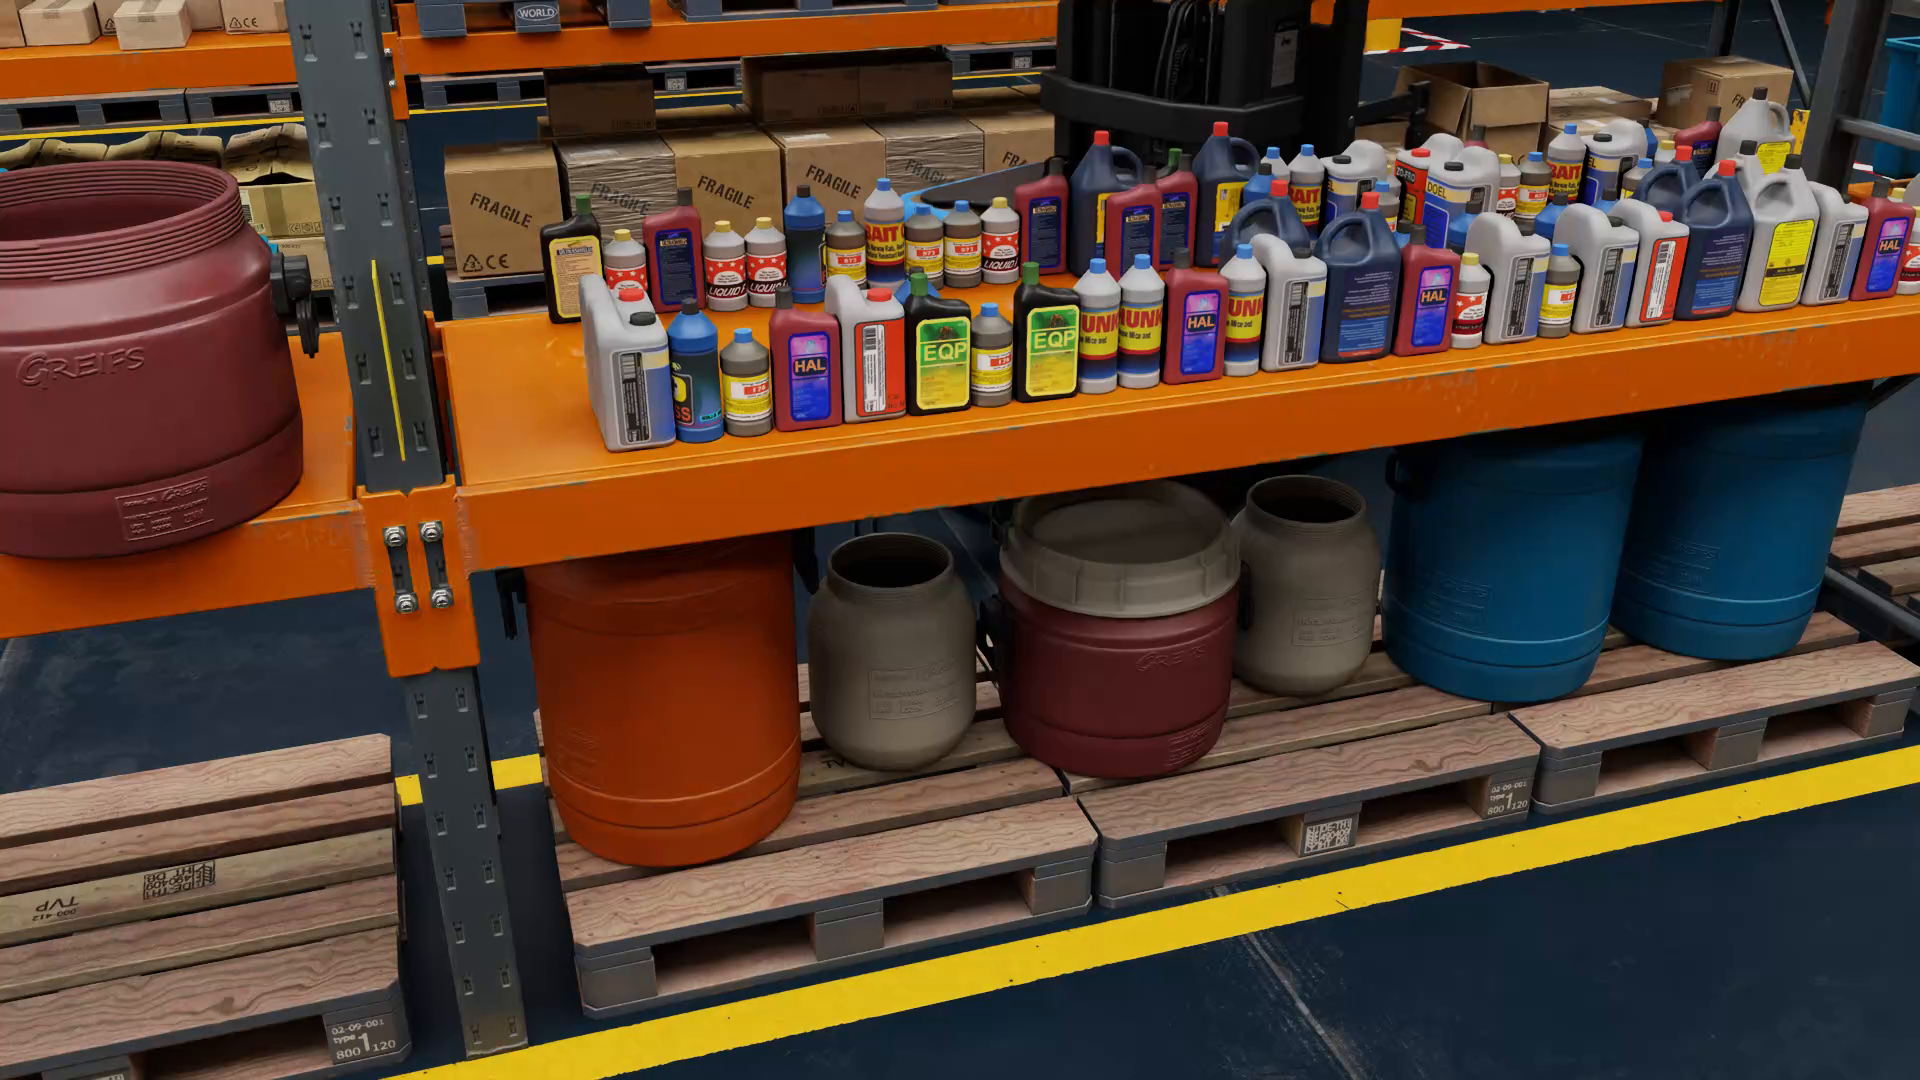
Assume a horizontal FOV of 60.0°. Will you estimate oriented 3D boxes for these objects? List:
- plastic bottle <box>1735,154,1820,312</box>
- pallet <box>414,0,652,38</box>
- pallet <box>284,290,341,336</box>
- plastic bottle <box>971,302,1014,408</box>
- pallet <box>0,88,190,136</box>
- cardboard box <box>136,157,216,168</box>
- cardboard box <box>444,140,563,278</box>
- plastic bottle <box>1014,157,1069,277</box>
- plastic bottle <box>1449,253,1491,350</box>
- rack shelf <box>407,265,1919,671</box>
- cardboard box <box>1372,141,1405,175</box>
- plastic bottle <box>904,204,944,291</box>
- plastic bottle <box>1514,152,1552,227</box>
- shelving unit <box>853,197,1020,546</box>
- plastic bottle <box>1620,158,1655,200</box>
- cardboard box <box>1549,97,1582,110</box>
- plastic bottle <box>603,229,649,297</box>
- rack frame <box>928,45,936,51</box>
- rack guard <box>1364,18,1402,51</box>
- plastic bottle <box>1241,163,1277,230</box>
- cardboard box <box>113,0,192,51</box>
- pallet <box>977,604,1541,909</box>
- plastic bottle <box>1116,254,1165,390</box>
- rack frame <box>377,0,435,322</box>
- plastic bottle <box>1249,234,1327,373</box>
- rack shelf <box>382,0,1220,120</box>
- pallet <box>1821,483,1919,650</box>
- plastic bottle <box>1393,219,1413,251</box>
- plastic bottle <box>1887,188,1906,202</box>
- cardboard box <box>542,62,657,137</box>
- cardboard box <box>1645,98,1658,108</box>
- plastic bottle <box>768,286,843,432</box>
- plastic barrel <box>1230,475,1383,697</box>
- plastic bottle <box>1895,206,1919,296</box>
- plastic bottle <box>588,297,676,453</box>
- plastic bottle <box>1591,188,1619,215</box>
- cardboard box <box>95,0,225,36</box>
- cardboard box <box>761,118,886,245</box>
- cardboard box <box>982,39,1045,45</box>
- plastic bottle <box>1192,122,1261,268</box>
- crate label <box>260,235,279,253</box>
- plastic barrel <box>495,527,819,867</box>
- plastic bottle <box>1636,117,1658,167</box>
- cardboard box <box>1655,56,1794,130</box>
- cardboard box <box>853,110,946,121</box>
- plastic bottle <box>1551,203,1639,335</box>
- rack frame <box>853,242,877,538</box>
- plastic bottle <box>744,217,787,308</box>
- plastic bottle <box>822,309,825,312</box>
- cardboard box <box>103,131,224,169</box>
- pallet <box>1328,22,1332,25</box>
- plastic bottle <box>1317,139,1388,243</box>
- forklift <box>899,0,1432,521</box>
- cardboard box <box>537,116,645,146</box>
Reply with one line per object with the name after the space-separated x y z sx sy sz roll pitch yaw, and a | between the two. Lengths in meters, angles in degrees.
1.893 -0.722 3.887 0.185 0.351 0.144 -8 28 -16 | plastic bottle
-2.046 -2.590 7.810 1.003 0.211 1.213 -8 28 -16 | pallet
-3.463 -1.207 7.945 1.213 0.211 1.003 -8 28 -16 | pallet
0.059 -0.379 3.363 0.097 0.201 0.097 0 26 0 | plastic bottle
-6.107 -3.125 11.807 1.213 0.211 1.003 -8 28 -16 | pallet
-3.582 -1.510 7.408 0.500 0.311 0.500 -9 28 -17 | cardboard box
-2.147 -1.573 7.861 0.500 0.500 0.500 -7 27 -14 | cardboard box
0.201 -0.800 4.119 0.133 0.283 0.061 -8 28 -16 | plastic bottle
1.114 -0.532 3.671 0.097 0.201 0.097 0 26 0 | plastic bottle
0.764 -0.412 4.015 4.000 0.370 1.077 -8 28 -16 | rack shelf
2.421 -2.122 9.342 0.250 0.166 0.380 -8 28 -16 | cardboard box
-0.088 -0.713 4.035 0.097 0.201 0.097 0 26 0 | plastic bottle
1.548 -0.949 4.513 0.097 0.201 0.097 0 26 0 | plastic bottle
-0.080 -0.453 5.314 0.503 1.200 0.258 -9 28 -17 | shelving unit
1.816 -0.917 4.447 0.097 0.201 0.097 0 26 0 | plastic bottle
3.383 -2.528 10.066 0.500 0.250 0.500 -8 28 -16 | cardboard box
-0.770 -0.614 3.836 0.097 0.201 0.097 0 26 0 | plastic bottle
-0.403 -5.198 12.847 0.127 3.000 1.000 -8 28 -16 | rack frame
3.424 -4.633 14.519 0.348 0.500 1.175 -8 28 -16 | rack guard
0.747 -0.797 4.128 0.097 0.271 0.097 0 26 0 | plastic bottle
-3.438 -2.200 7.091 0.250 0.149 0.380 -8 28 -16 | cardboard box
0.757 0.498 4.509 1.213 0.211 1.003 -8 28 -16 | pallet
0.371 -0.455 3.439 0.097 0.271 0.097 0 26 0 | plastic bottle
-2.668 -2.553 7.520 0.127 3.000 1.000 -8 28 -16 | rack frame
0.692 -0.517 3.557 0.135 0.276 0.152 -8 28 -16 | plastic bottle
-0.767 -2.506 8.234 4.000 0.370 1.077 -8 28 -16 | rack shelf
3.353 0.122 5.267 1.213 0.211 1.003 -8 28 -16 | pallet
0.968 -0.570 3.670 0.097 0.271 0.097 0 26 0 | plastic bottle
2.334 -0.779 4.170 0.097 0.201 0.097 0 26 0 | plastic bottle
-1.800 -2.204 8.290 0.500 0.250 0.500 -7 27 -14 | cardboard box
4.434 -2.663 10.451 0.250 0.149 0.380 -8 28 -16 | cardboard box
-0.300 -0.355 3.223 0.133 0.283 0.061 -8 28 -16 | plastic bottle
0.905 0.122 4.456 0.421 0.512 0.421 0 26 0 | plastic barrel
2.289 -0.702 4.014 0.097 0.201 0.097 0 26 0 | plastic bottle
-0.626 -0.326 3.172 0.135 0.276 0.152 -8 28 -16 | plastic bottle
1.508 -0.691 3.913 0.097 0.271 0.097 0 26 0 | plastic bottle
-3.579 -2.472 7.456 0.500 0.311 0.500 -9 28 -17 | cardboard box
-0.678 -1.788 8.295 0.500 0.500 0.500 -9 28 -18 | cardboard box
0.340 -4.326 13.430 0.500 0.500 0.700 -8 27 -15 | cardboard box
0.668 -0.878 4.201 0.185 0.351 0.144 -8 28 -16 | plastic bottle
-1.655 -0.484 3.540 0.416 0.233 0.303 -8 28 -16 | crate label
-0.678 0.251 3.840 0.708 0.830 0.600 -8 28 -16 | plastic barrel
1.861 -1.026 4.588 0.097 0.271 0.097 0 26 0 | plastic bottle
4.498 -2.553 9.836 0.500 0.500 0.500 -8 28 -16 | cardboard box
-0.382 -2.074 8.871 0.500 0.500 0.500 -8 27 -15 | cardboard box
1.436 -0.624 3.774 0.135 0.276 0.152 -8 28 -16 | plastic bottle
-0.310 -0.417 5.241 0.015 1.200 0.240 -9 28 -17 | rack frame
-0.458 -0.659 3.927 0.097 0.201 0.097 0 26 0 | plastic bottle
-0.243 -0.406 3.418 0.097 0.201 0.097 0 26 0 | plastic bottle
-3.754 -1.737 7.865 0.500 0.311 0.500 -9 28 -17 | cardboard box
2.665 -4.357 14.288 1.213 0.211 1.003 -8 28 -16 | pallet
1.006 -0.892 4.312 0.135 0.276 0.152 -8 28 -16 | plastic bottle
1.136 -1.828 6.135 3.031 2.935 1.130 -23 35 -39 | forklift
-1.852 -1.859 8.437 0.500 0.500 0.500 -7 27 -14 | cardboard box
